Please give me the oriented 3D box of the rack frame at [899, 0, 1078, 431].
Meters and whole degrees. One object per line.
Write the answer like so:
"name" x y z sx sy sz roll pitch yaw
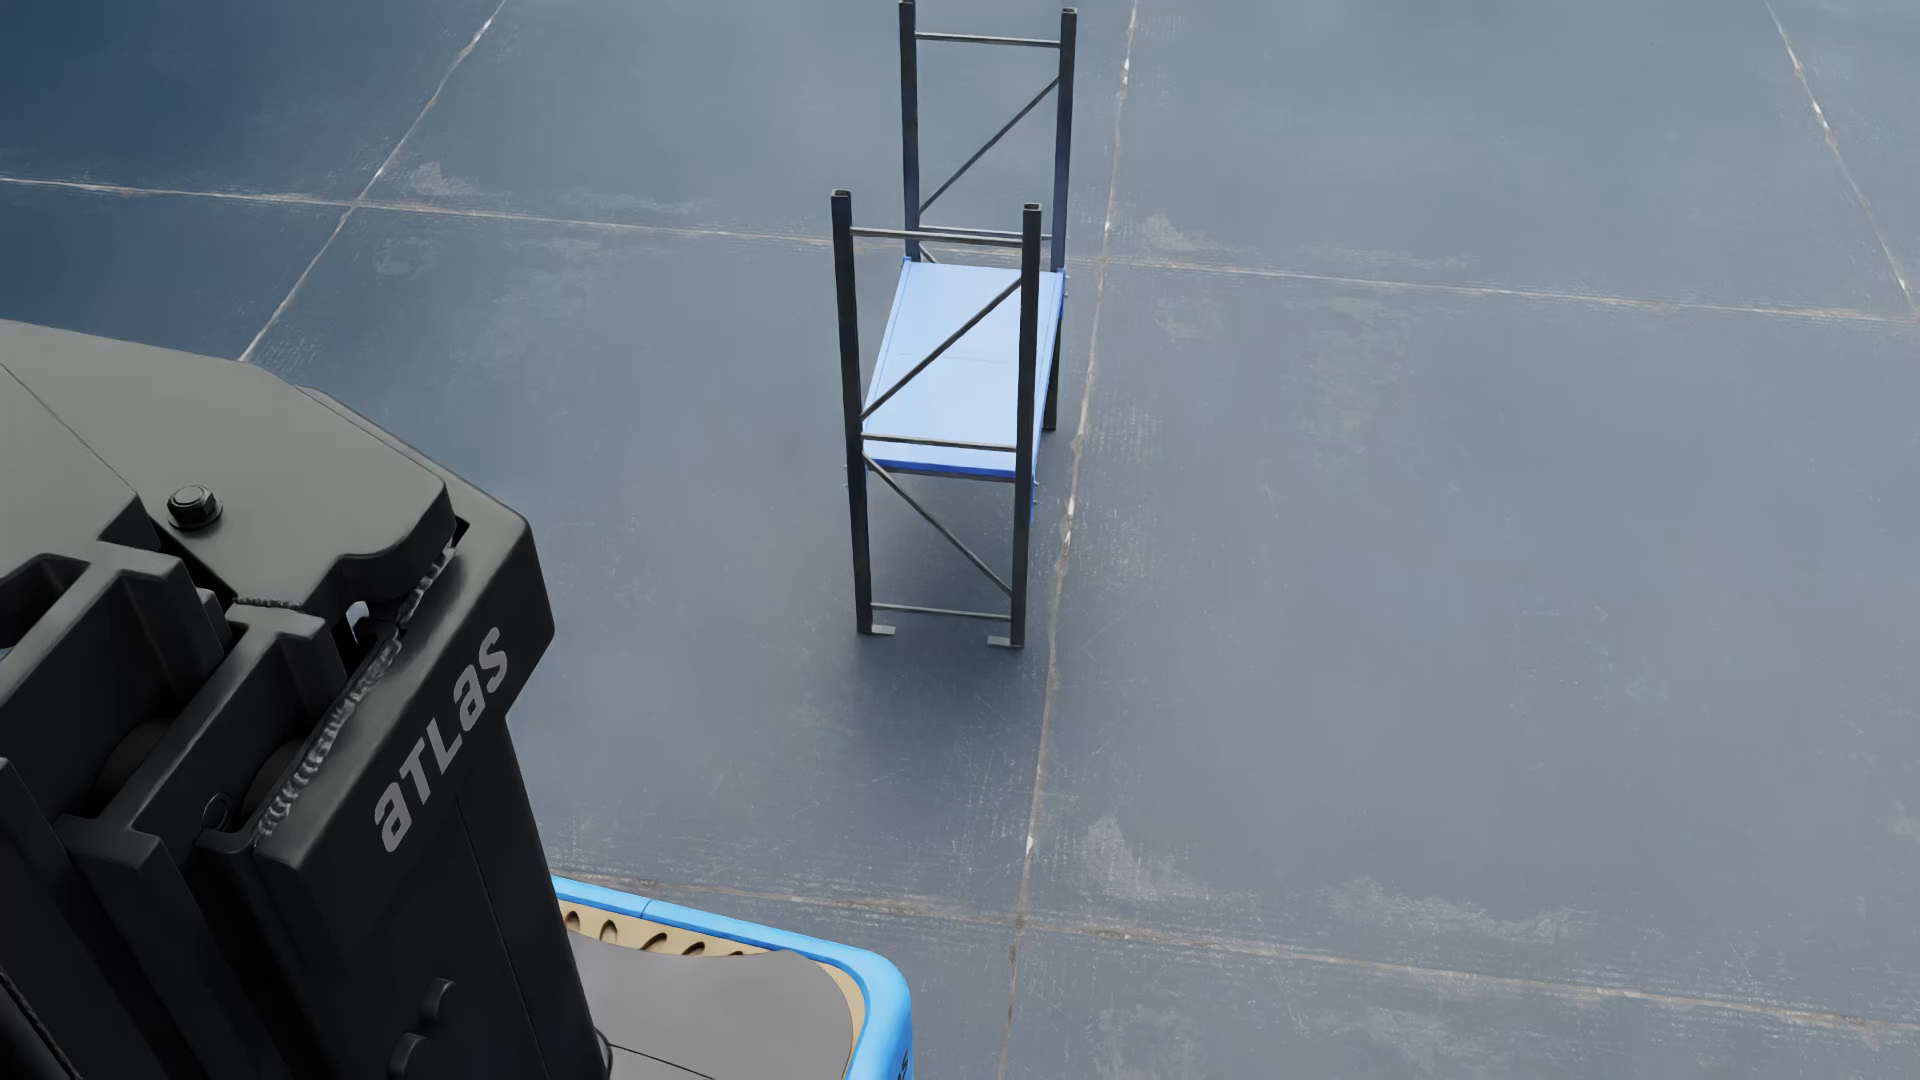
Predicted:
"rack frame" 0.078 -0.949 5.162 0.500 1.500 0.032 5 44 6

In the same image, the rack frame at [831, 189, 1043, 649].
"rack frame" -0.056 -0.256 4.430 0.500 1.500 0.032 5 44 6

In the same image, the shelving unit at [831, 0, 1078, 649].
"shelving unit" 0.011 -0.603 4.796 0.538 1.500 1.048 5 44 6

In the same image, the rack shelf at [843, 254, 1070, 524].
"rack shelf" 0.011 -0.472 4.919 0.538 0.185 1.000 5 44 6
